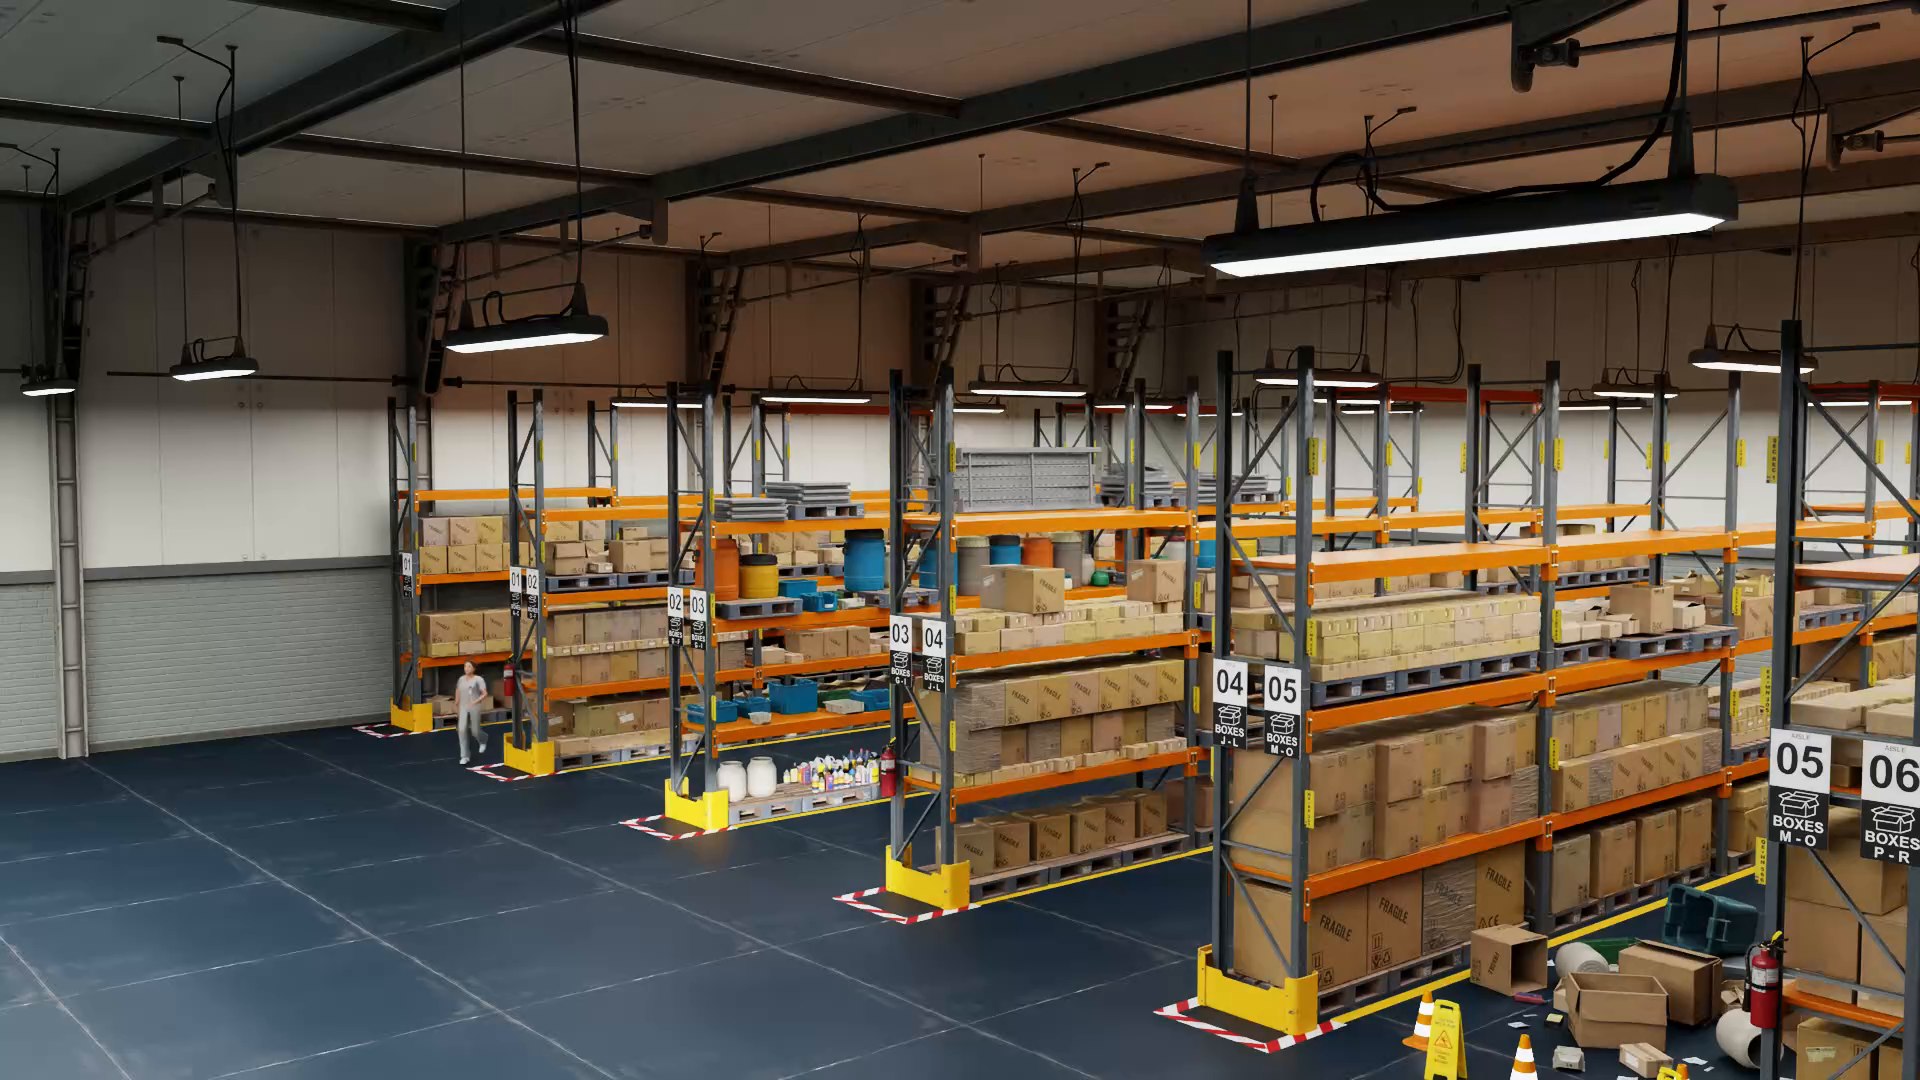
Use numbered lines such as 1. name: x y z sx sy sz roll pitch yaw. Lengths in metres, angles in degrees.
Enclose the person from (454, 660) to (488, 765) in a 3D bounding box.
1. person: -7.933 2.755 26.973 0.591 1.651 0.893 0 3 7
